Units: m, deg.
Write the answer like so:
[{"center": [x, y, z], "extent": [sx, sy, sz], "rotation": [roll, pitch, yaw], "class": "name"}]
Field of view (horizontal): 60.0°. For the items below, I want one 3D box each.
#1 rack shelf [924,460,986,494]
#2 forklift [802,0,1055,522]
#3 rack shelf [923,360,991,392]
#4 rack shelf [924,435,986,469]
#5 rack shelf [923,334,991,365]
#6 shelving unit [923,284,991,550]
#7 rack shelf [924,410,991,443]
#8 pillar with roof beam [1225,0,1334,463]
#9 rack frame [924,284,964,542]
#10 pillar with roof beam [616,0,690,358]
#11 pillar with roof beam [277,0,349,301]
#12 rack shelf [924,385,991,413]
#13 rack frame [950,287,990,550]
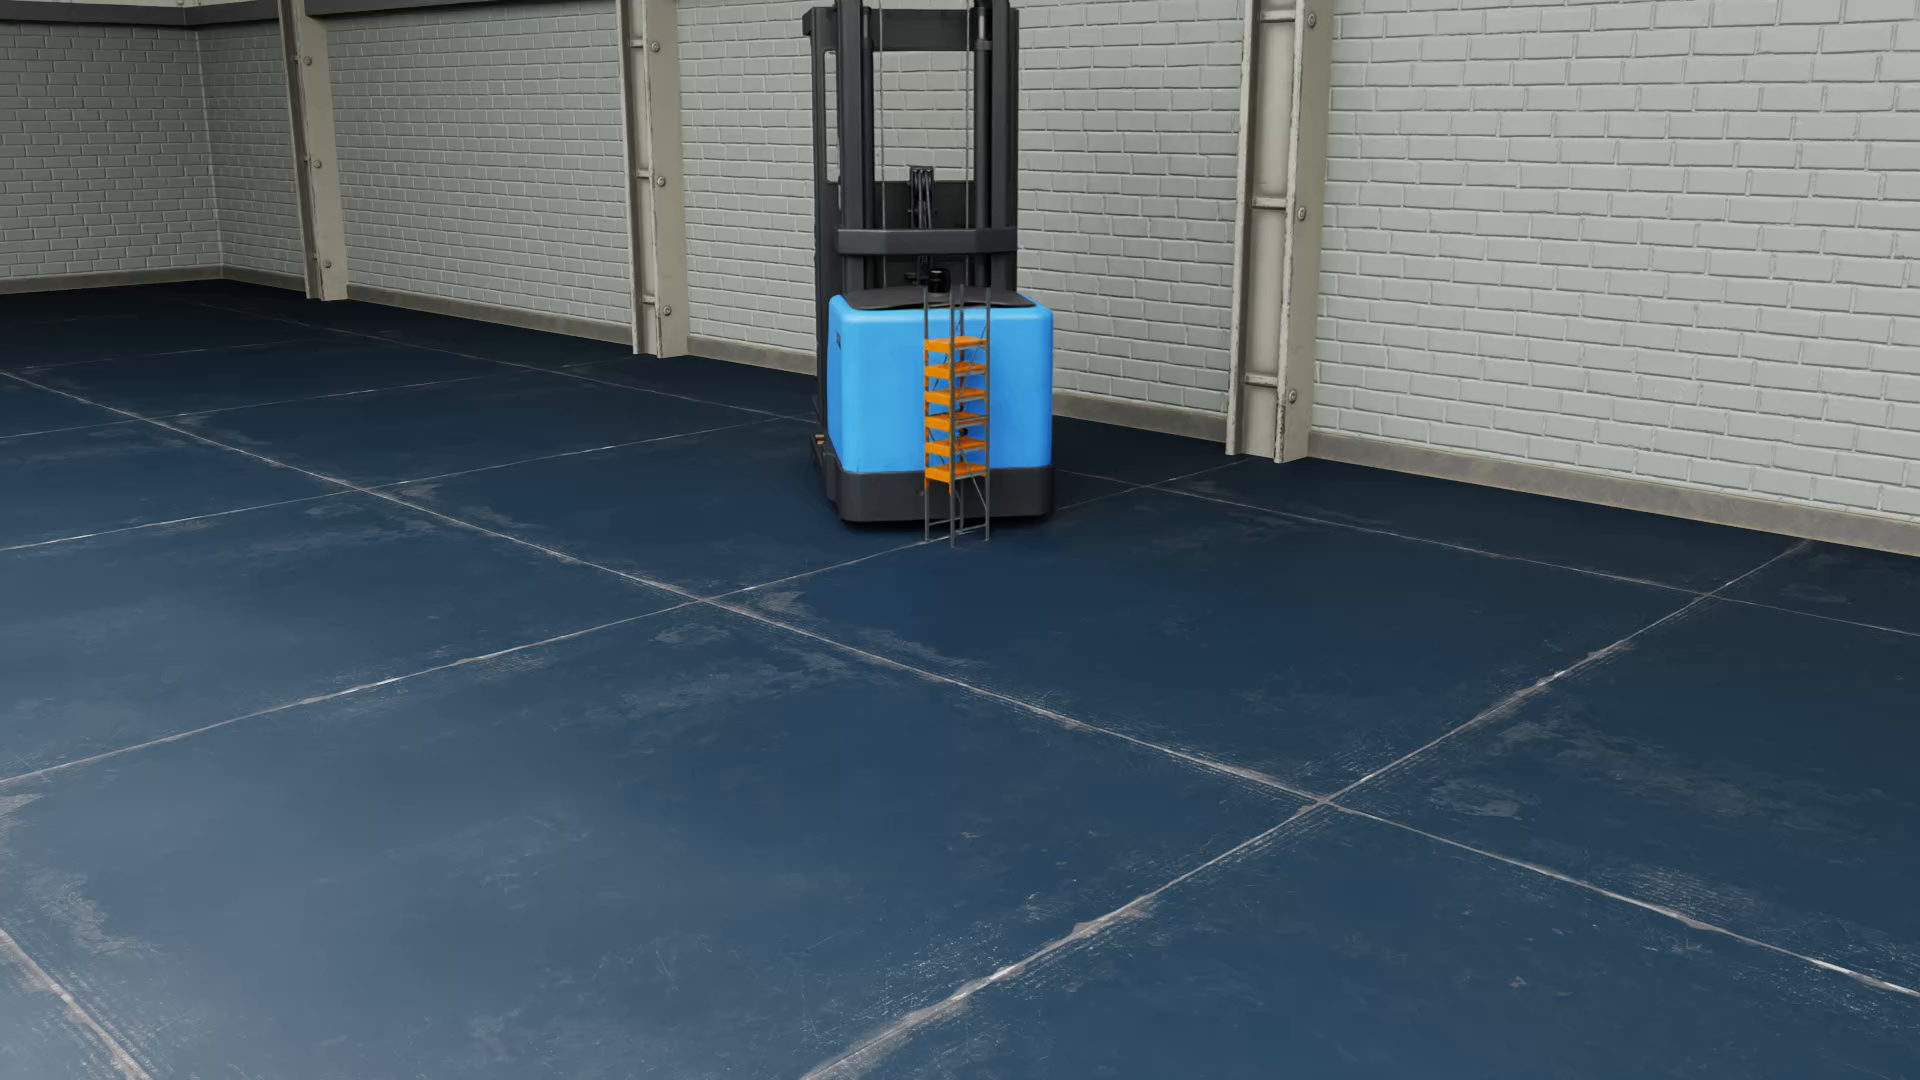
[{"center": [-0.013, -0.298, 7.825], "extent": [0.258, 0.103, 0.180], "rotation": [-13, 19, -40], "class": "rack shelf"}, {"center": [-0.272, -1.828, 9.135], "extent": [1.130, 2.935, 3.031], "rotation": [-2, 15, -9], "class": "forklift"}, {"center": [-0.013, -0.763, 7.704], "extent": [0.258, 0.103, 0.180], "rotation": [-13, 19, -40], "class": "rack shelf"}, {"center": [-0.013, -0.414, 7.795], "extent": [0.258, 0.103, 0.180], "rotation": [-13, 19, -40], "class": "rack shelf"}, {"center": [-0.013, -0.879, 7.674], "extent": [0.258, 0.103, 0.180], "rotation": [-13, 19, -40], "class": "rack shelf"}, {"center": [-0.013, -0.573, 7.753], "extent": [0.258, 1.200, 0.189], "rotation": [-13, 19, -40], "class": "shelving unit"}, {"center": [-0.013, -0.530, 7.764], "extent": [0.258, 0.103, 0.180], "rotation": [-13, 19, -40], "class": "rack shelf"}, {"center": [-1.162, -4.080, 5.743], "extent": [0.400, 9.000, 9.100], "rotation": [14, 20, 42], "class": "pillar with roof beam"}, {"center": [-0.074, -0.591, 7.820], "extent": [0.240, 1.200, 0.006], "rotation": [-13, 19, -40], "class": "rack frame"}, {"center": [-5.481, -5.130, 9.773], "extent": [0.400, 9.000, 9.100], "rotation": [14, 20, 42], "class": "pillar with roof beam"}, {"center": [-9.800, -6.180, 13.803], "extent": [0.400, 9.000, 9.100], "rotation": [14, 20, 42], "class": "pillar with roof beam"}, {"center": [-0.013, -0.647, 7.734], "extent": [0.258, 0.103, 0.180], "rotation": [-13, 19, -40], "class": "rack shelf"}, {"center": [0.048, -0.556, 7.687], "extent": [0.240, 1.200, 0.006], "rotation": [-13, 19, -40], "class": "rack frame"}]
